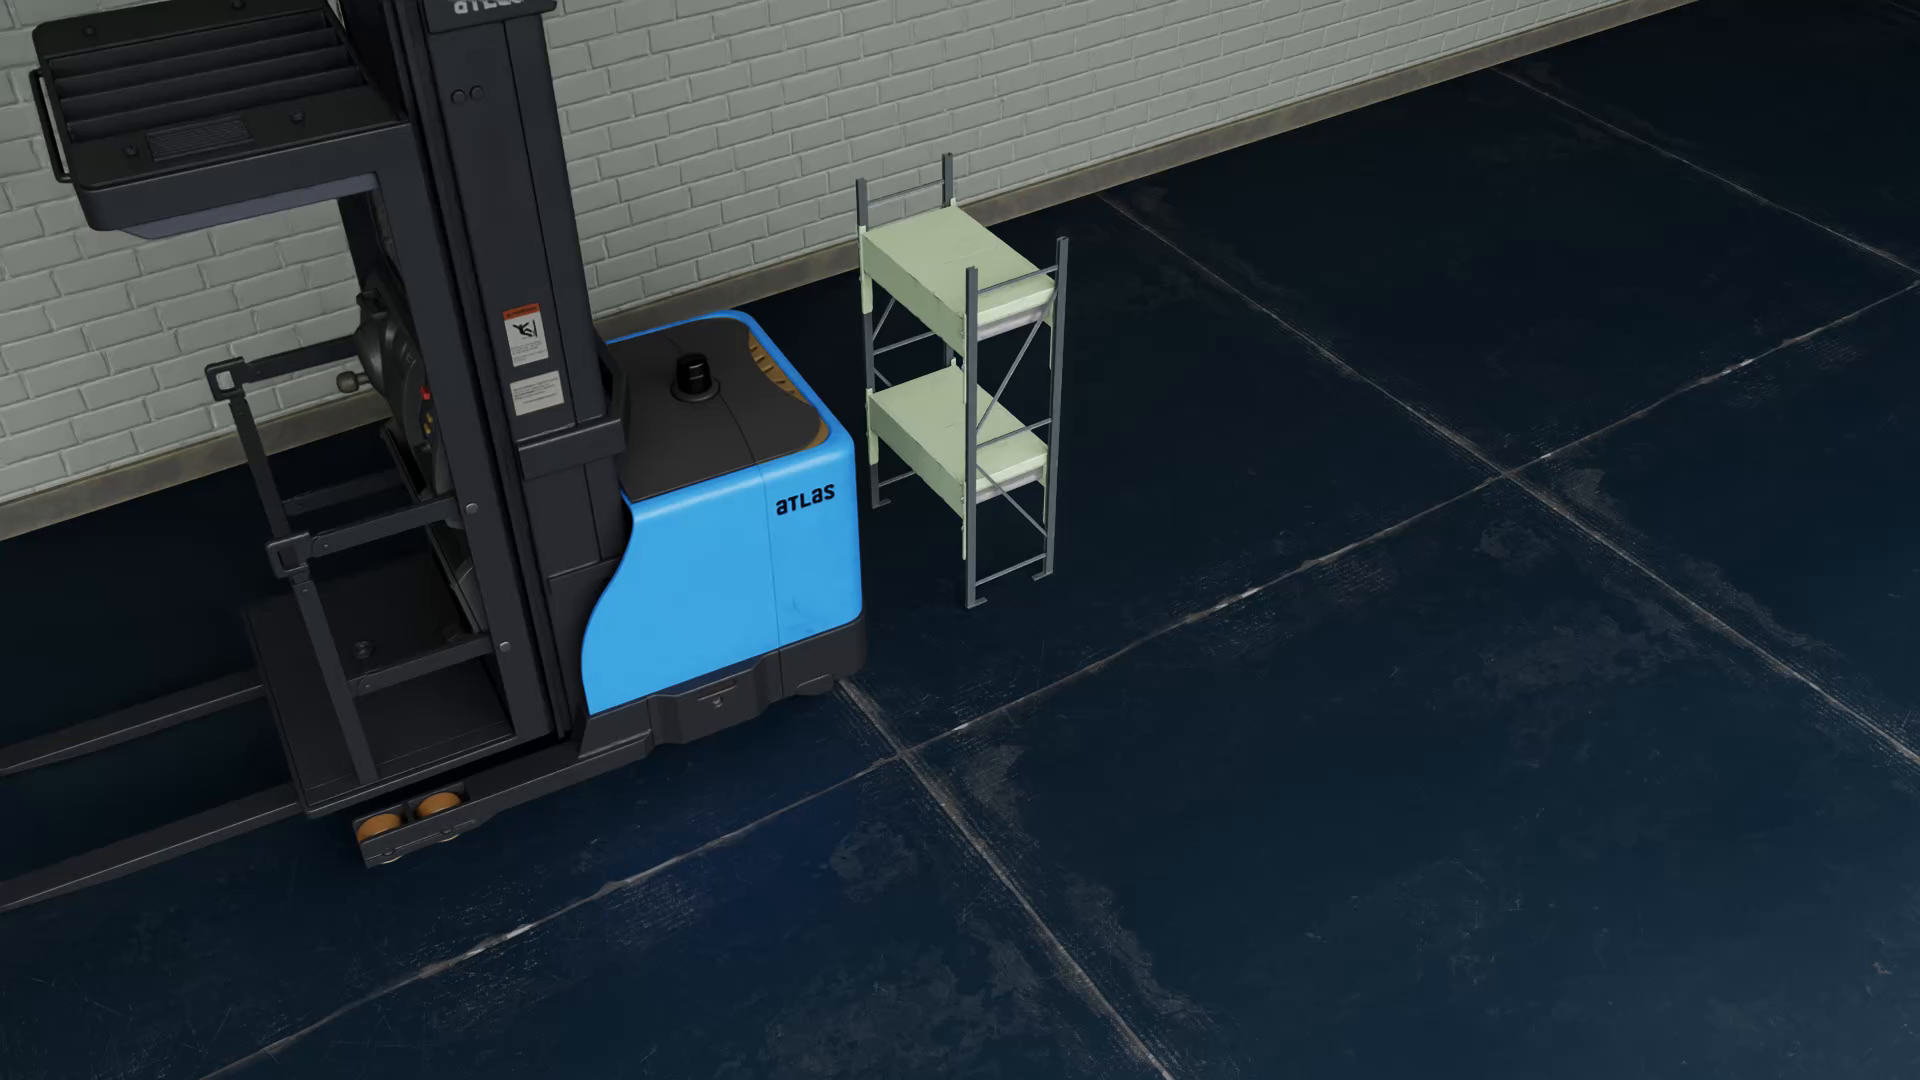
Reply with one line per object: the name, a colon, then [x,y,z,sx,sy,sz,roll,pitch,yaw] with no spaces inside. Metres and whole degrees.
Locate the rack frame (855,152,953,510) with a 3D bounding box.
rack frame: [-0.200,-0.777,6.511,0.400,1.500,0.023,-22,45,-24]

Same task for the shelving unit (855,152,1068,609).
shelving unit: [-0.004,-0.580,6.274,0.431,1.500,0.755,-22,45,-24]

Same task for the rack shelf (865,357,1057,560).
rack shelf: [-0.004,-0.329,6.483,0.431,0.370,0.720,-22,45,-24]

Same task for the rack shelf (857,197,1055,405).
rack shelf: [-0.004,-0.880,6.024,0.431,0.370,0.720,-22,45,-24]

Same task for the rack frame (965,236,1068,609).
rack frame: [0.193,-0.382,6.037,0.400,1.500,0.023,-22,45,-24]

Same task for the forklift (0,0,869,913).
forklift: [-1.879,-0.450,5.000,3.031,2.935,1.130,-19,43,-21]
